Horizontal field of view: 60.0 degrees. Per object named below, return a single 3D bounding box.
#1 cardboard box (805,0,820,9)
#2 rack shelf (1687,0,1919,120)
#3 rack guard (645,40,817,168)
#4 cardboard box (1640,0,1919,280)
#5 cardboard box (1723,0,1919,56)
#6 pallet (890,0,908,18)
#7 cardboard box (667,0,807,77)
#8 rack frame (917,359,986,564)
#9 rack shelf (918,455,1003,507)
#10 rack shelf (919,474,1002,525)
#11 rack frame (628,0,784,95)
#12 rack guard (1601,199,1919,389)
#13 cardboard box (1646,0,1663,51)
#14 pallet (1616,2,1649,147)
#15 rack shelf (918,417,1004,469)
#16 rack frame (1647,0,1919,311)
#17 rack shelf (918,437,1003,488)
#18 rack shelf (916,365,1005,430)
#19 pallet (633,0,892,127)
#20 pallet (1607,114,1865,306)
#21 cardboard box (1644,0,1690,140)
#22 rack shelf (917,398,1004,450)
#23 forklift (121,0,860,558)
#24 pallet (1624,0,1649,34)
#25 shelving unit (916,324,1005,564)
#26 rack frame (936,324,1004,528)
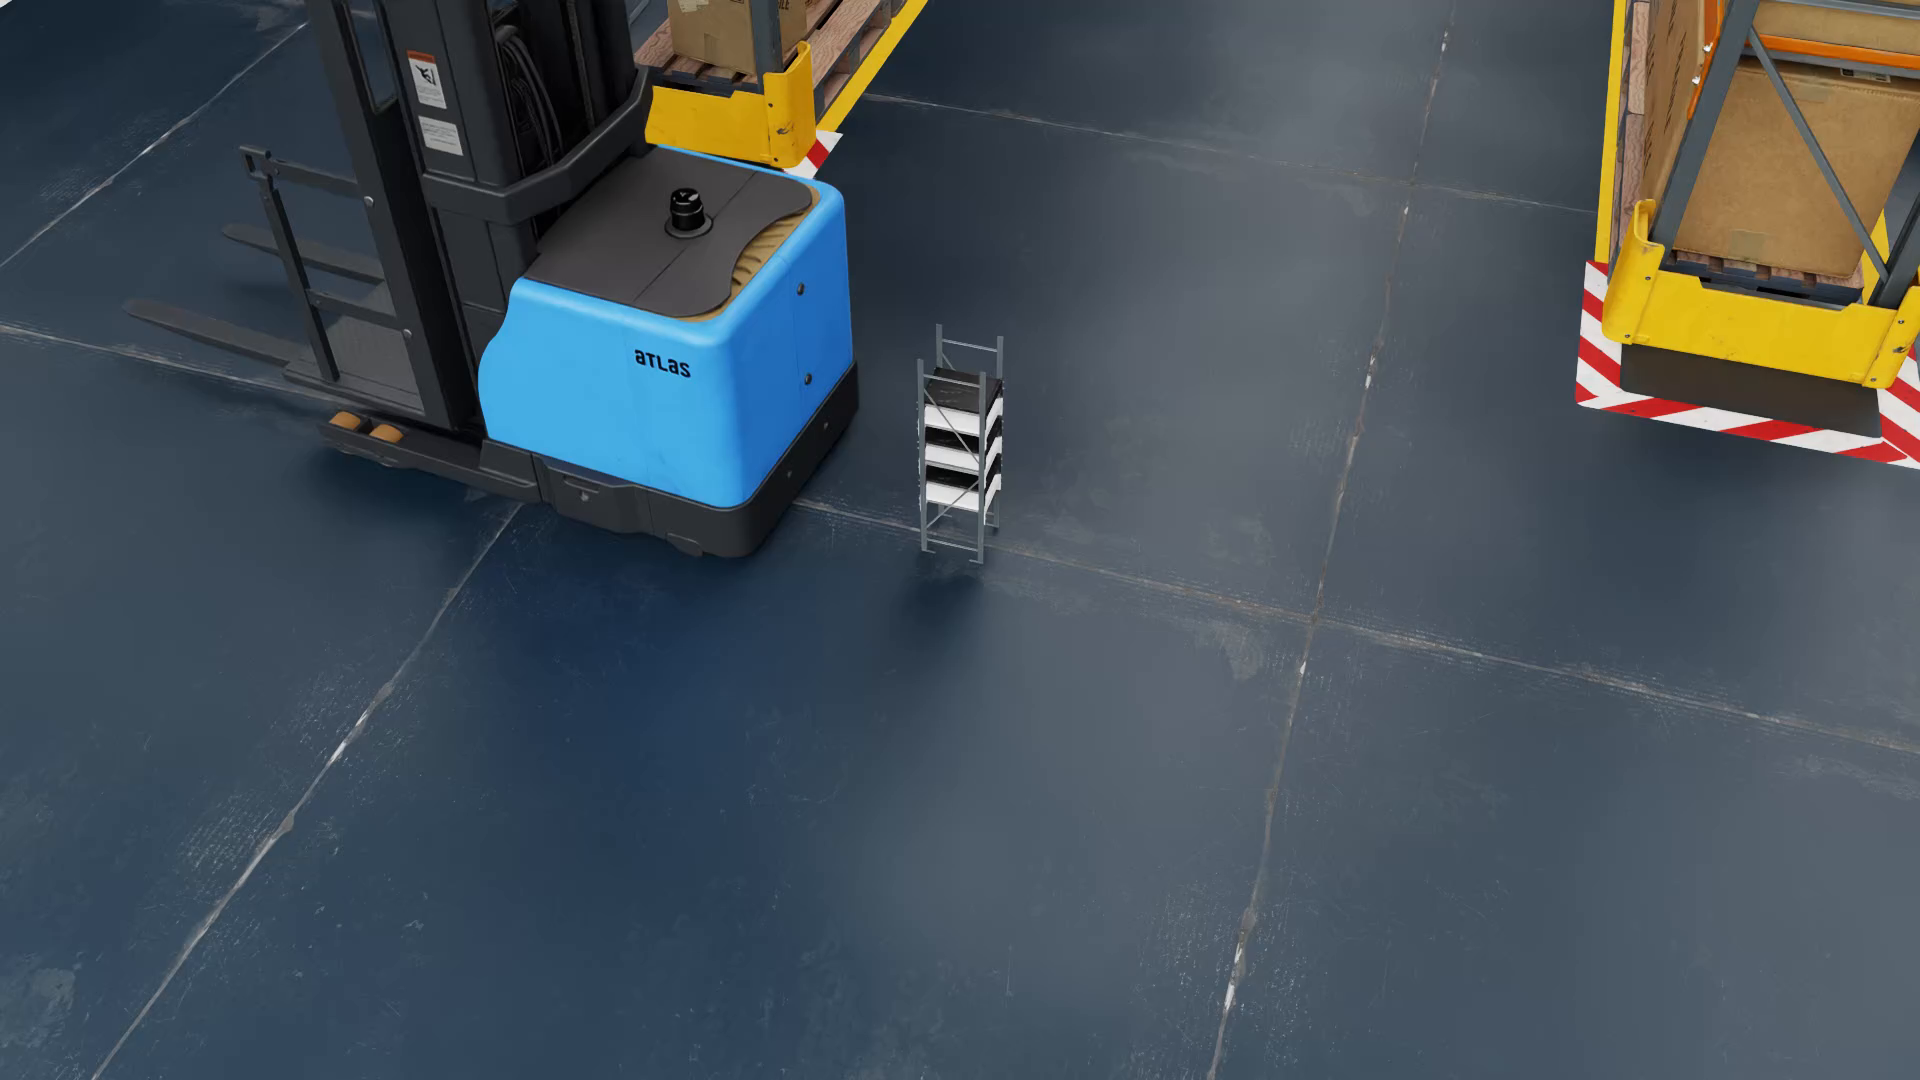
[{"bbox_3d":[-0.977,-3.133,8.794,0.500,0.500,0.500,24,49,23],"label":"cardboard box"},{"bbox_3d":[3.971,-3.016,7.702,1.077,0.370,4.000,13,46,13],"label":"rack shelf"},{"bbox_3d":[-1.308,-2.215,8.157,1.175,0.500,0.348,13,46,13],"label":"rack guard"},{"bbox_3d":[3.508,-1.797,7.161,0.875,0.875,0.875,13,46,13],"label":"cardboard box"},{"bbox_3d":[3.435,-2.251,6.298,0.875,0.550,0.550,13,46,13],"label":"cardboard box"},{"bbox_3d":[-0.657,-3.457,9.632,1.003,0.211,1.213,13,46,13],"label":"pallet"},{"bbox_3d":[-1.126,-2.728,8.380,0.500,0.500,0.500,21,48,20],"label":"cardboard box"},{"bbox_3d":[-0.028,-0.259,5.872,0.240,0.900,0.006,13,46,12],"label":"rack frame"},{"bbox_3d":[0.002,-0.239,6.027,0.258,0.077,0.200,13,46,12],"label":"rack shelf"},{"bbox_3d":[0.002,-0.175,6.090,0.258,0.077,0.200,13,46,12],"label":"rack shelf"},{"bbox_3d":[-1.331,-3.058,7.231,1.000,3.000,0.127,13,46,13],"label":"rack frame"},{"bbox_3d":[3.359,-1.031,6.946,1.175,0.500,0.348,13,46,13],"label":"rack guard"},{"bbox_3d":[4.051,-2.991,8.381,0.875,0.875,0.875,13,46,13],"label":"cardboard box"},{"bbox_3d":[3.905,-2.304,8.453,1.003,0.211,1.213,13,46,13],"label":"pallet"},{"bbox_3d":[0.002,-0.368,5.901,0.258,0.077,0.200,13,46,12],"label":"rack shelf"},{"bbox_3d":[3.366,-1.940,6.088,1.000,3.000,0.127,13,46,13],"label":"rack frame"},{"bbox_3d":[0.002,-0.303,5.964,0.258,0.077,0.200,13,46,12],"label":"rack shelf"},{"bbox_3d":[0.002,-0.496,5.775,0.258,0.077,0.200,13,46,12],"label":"rack shelf"},{"bbox_3d":[-1.028,-2.646,8.803,1.003,0.211,1.213,13,46,13],"label":"pallet"},{"bbox_3d":[3.533,-1.493,7.625,1.003,0.211,1.213,13,46,13],"label":"pallet"},{"bbox_3d":[3.773,-2.384,7.760,0.875,0.875,0.875,12,46,12],"label":"cardboard box"},{"bbox_3d":[0.002,-0.432,5.838,0.258,0.077,0.200,13,46,12],"label":"rack shelf"},{"bbox_3d":[-1.971,-1.658,5.848,3.031,2.935,1.130,17,47,16],"label":"forklift"},{"bbox_3d":[4.272,-3.120,9.287,1.003,0.211,1.213,13,46,13],"label":"pallet"},{"bbox_3d":[0.002,-0.327,5.941,0.258,0.900,0.210,13,46,12],"label":"shelving unit"},{"bbox_3d":[0.033,-0.395,6.010,0.240,0.900,0.006,13,46,12],"label":"rack frame"}]
